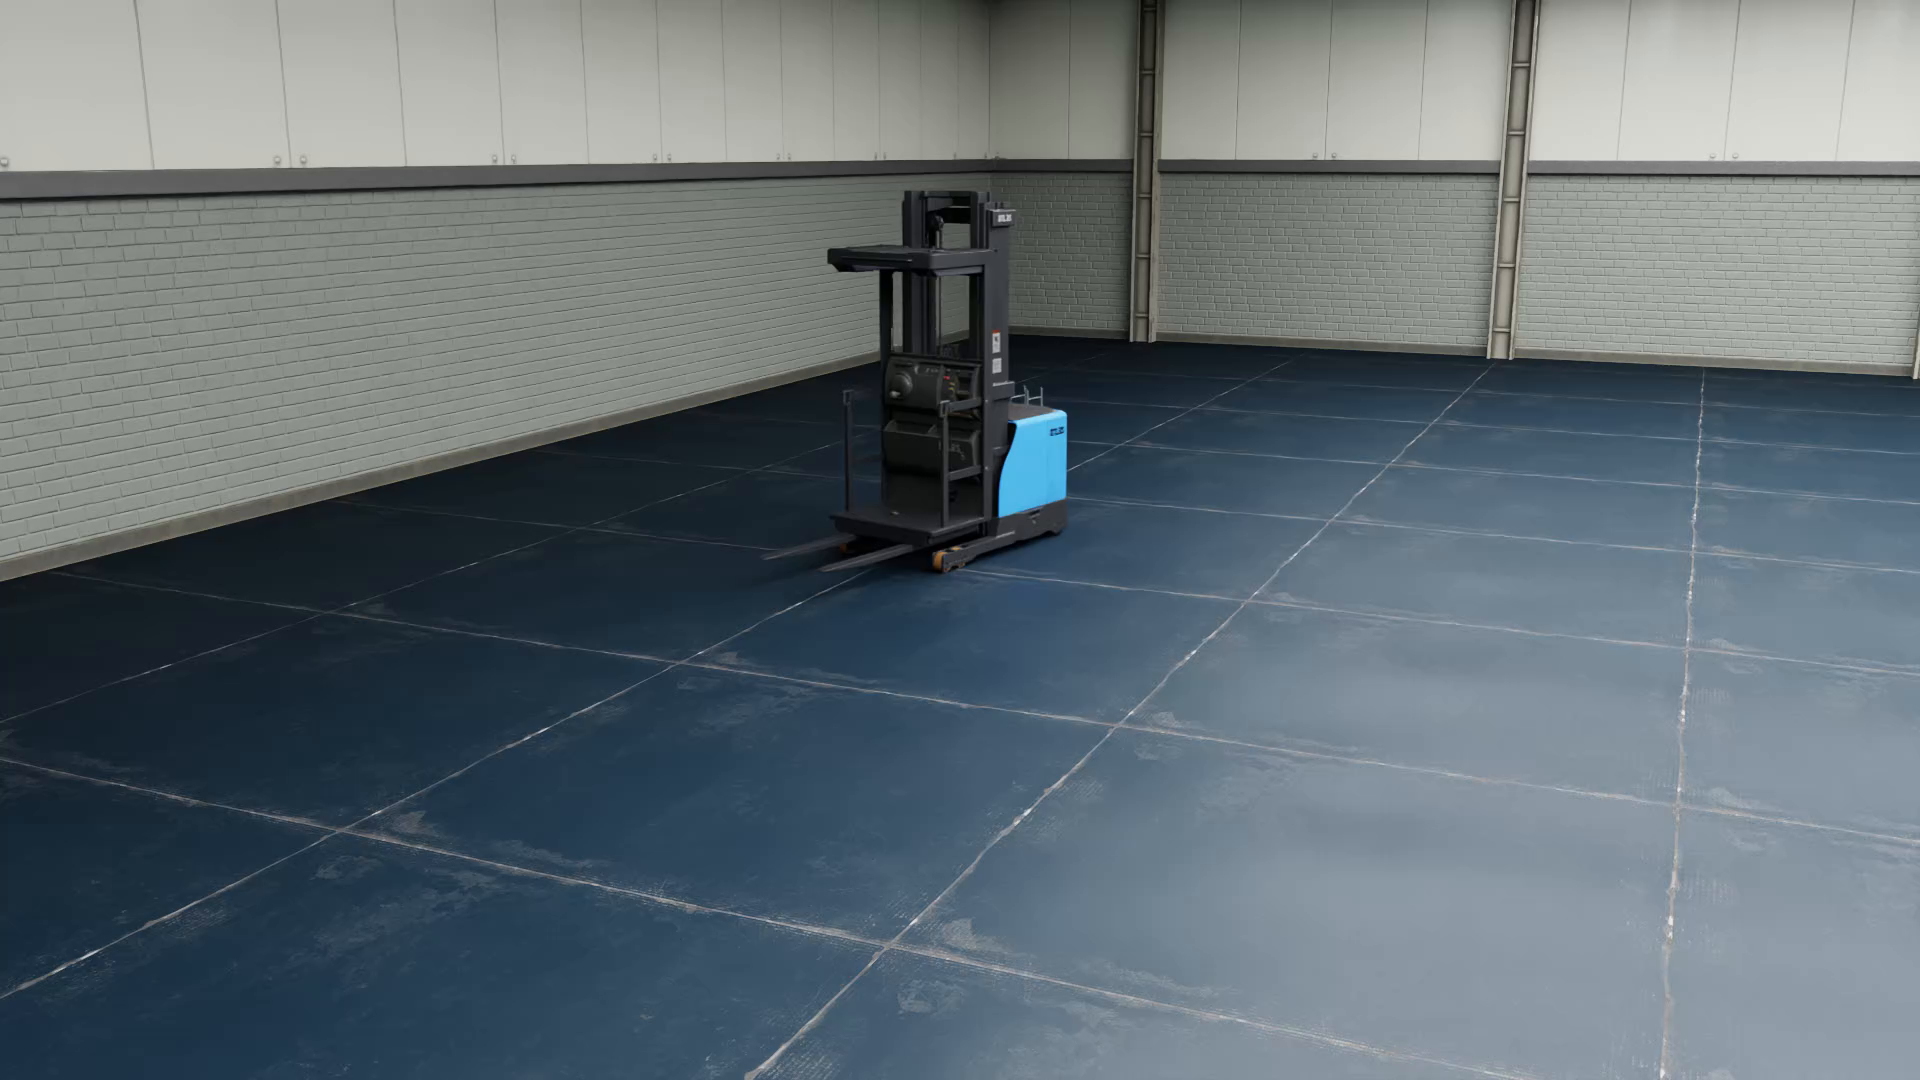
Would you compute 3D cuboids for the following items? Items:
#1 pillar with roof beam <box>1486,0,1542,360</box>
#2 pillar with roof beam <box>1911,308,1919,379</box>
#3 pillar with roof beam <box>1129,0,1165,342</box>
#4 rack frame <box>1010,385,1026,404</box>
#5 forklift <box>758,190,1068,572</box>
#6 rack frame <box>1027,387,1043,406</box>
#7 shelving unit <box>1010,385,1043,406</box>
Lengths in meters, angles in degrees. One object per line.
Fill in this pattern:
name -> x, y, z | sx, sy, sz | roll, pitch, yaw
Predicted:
pillar with roof beam -> 6.942, -6.409, 21.869 | 0.400, 9.000, 9.100 | 6, 14, 23
pillar with roof beam -> 12.427, -5.854, 19.503 | 0.400, 9.000, 9.100 | 6, 14, 23
pillar with roof beam -> 1.456, -6.964, 24.235 | 0.400, 9.000, 9.100 | 6, 14, 23
rack frame -> 0.515, -0.783, 14.961 | 0.006, 1.200, 0.240 | 10, 16, 36
forklift -> -0.357, -1.299, 13.373 | 1.130, 2.935, 3.031 | 10, 16, 36
rack frame -> 0.660, -0.757, 14.853 | 0.006, 1.200, 0.240 | 10, 16, 36
shelving unit -> 0.587, -0.770, 14.907 | 0.189, 1.200, 0.258 | 10, 16, 36
